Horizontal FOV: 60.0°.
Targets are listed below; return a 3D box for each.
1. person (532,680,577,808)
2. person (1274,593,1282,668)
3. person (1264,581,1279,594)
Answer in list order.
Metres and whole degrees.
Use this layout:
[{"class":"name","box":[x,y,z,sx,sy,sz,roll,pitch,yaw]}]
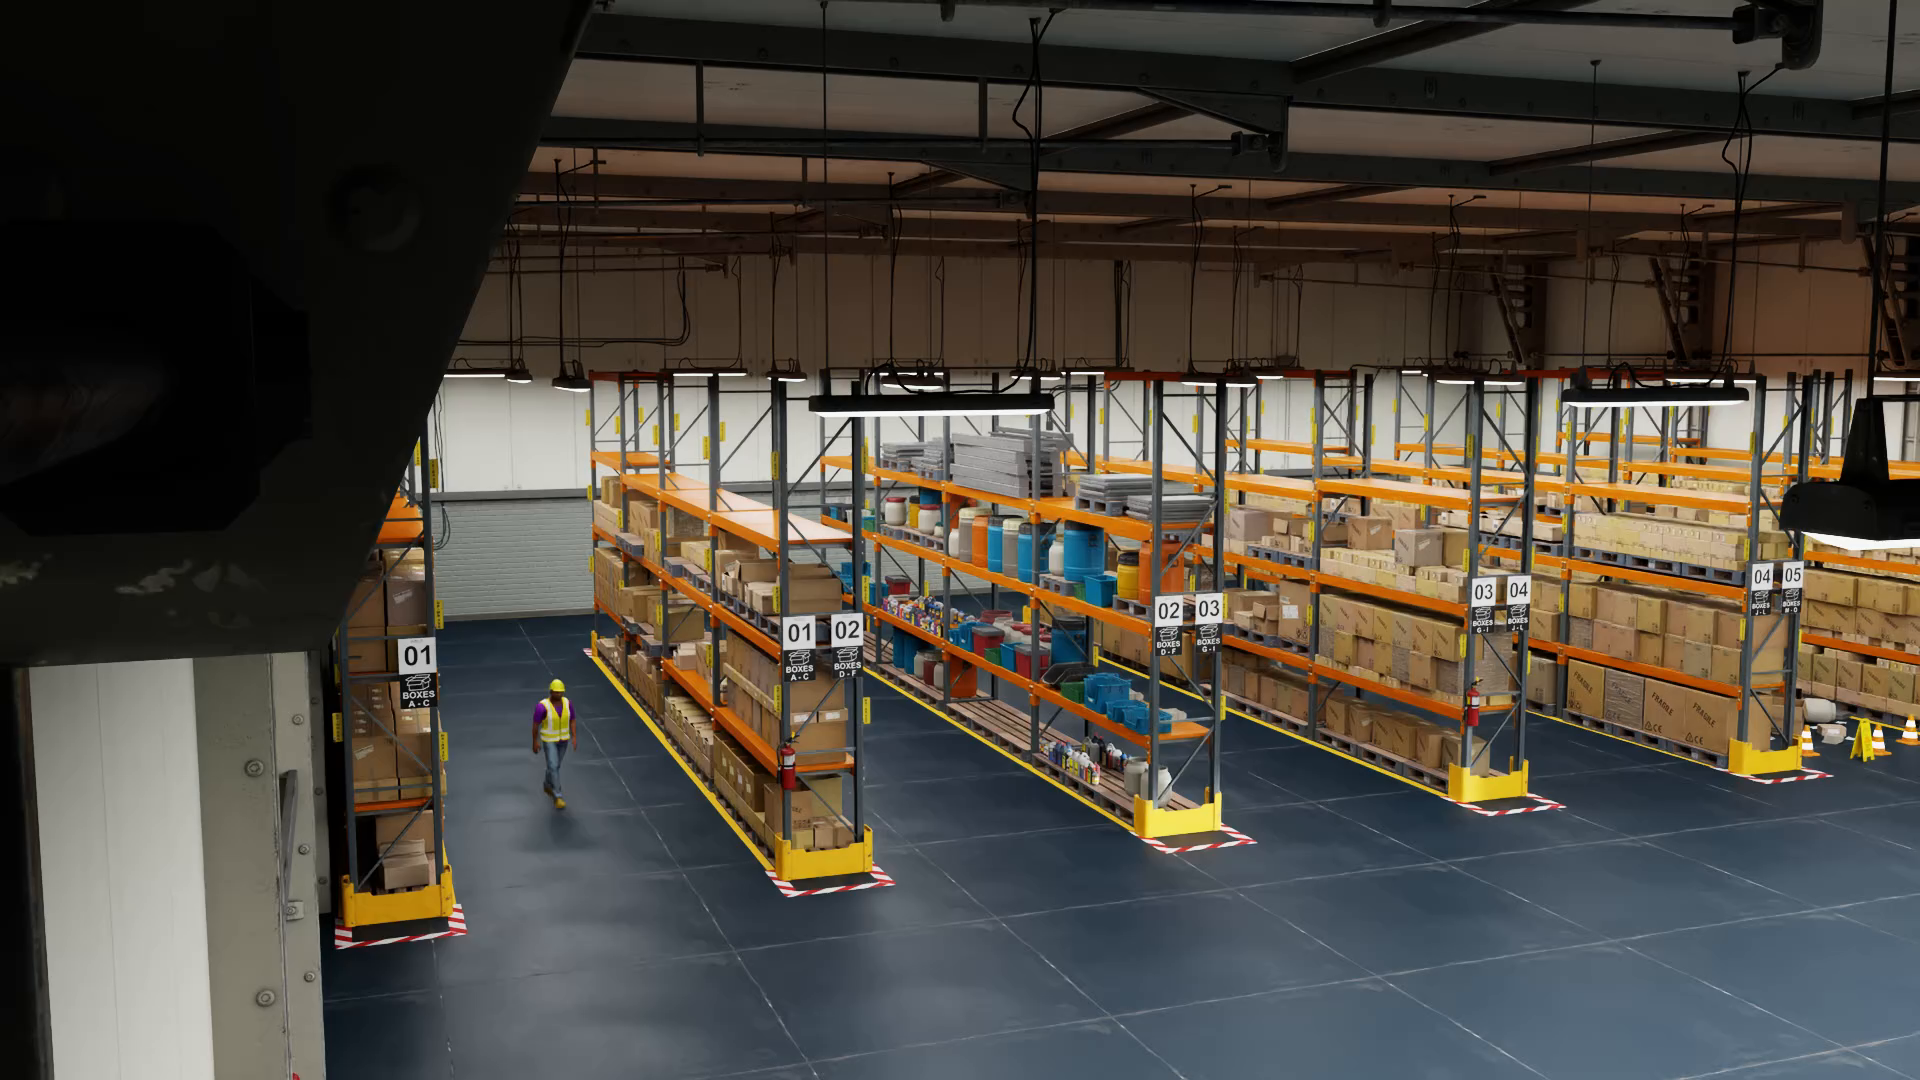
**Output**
[{"class":"person","box":[-5.691,2.829,23.504,0.951,1.720,0.592,6,9,44]},{"class":"person","box":[6.325,1.848,32.720,0.500,1.624,0.964,-1,6,-8]},{"class":"person","box":[7.942,0.815,41.900,0.605,1.657,0.460,-3,7,-24]}]
